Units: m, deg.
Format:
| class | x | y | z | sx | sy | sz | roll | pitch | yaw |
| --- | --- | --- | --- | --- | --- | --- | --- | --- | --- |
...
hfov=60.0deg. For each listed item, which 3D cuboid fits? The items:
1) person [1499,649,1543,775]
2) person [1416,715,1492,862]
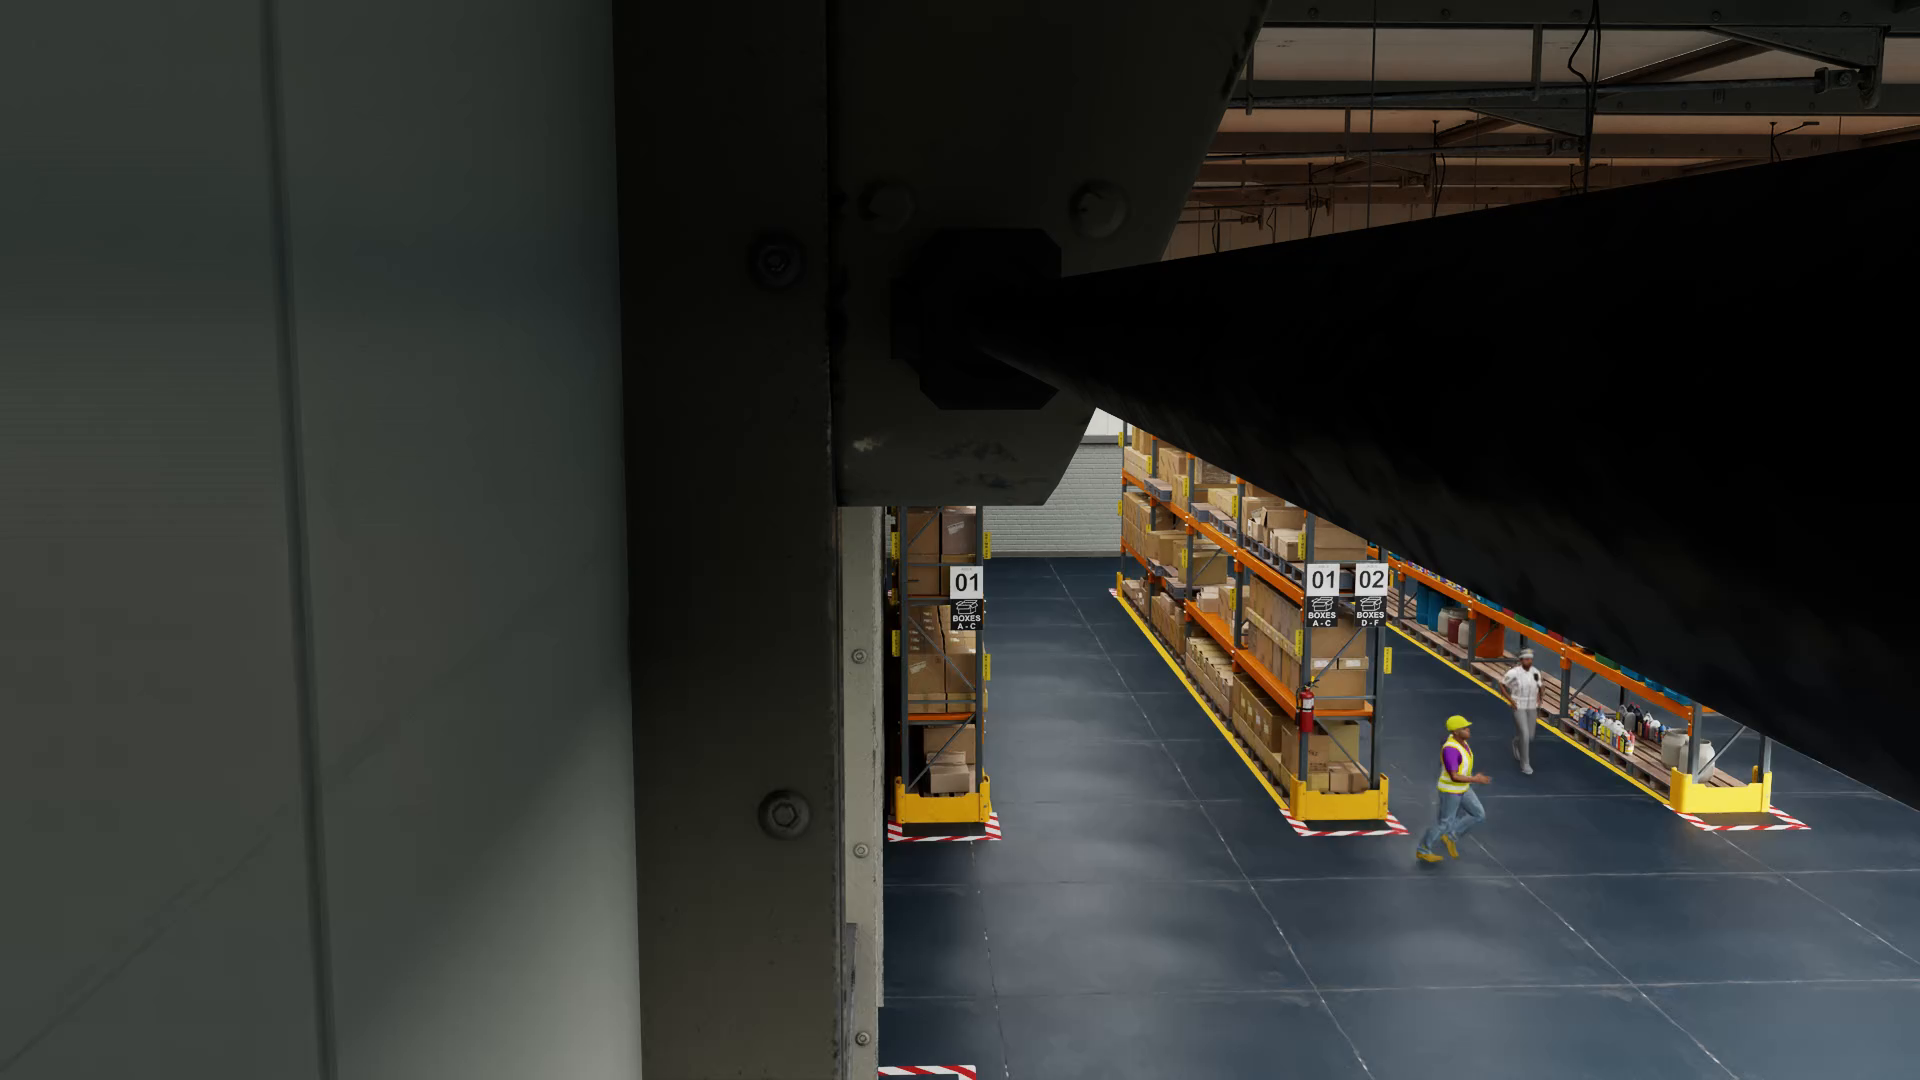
| class | x | y | z | sx | sy | sz | roll | pitch | yaw |
| --- | --- | --- | --- | --- | --- | --- | --- | --- | --- |
| person | 7.720 | 2.306 | 22.836 | 0.585 | 1.695 | 0.705 | -1 | 8 | -8 |
| person | 5.629 | 2.811 | 18.824 | 0.815 | 1.711 | 0.719 | 5 | 10 | 33 |
